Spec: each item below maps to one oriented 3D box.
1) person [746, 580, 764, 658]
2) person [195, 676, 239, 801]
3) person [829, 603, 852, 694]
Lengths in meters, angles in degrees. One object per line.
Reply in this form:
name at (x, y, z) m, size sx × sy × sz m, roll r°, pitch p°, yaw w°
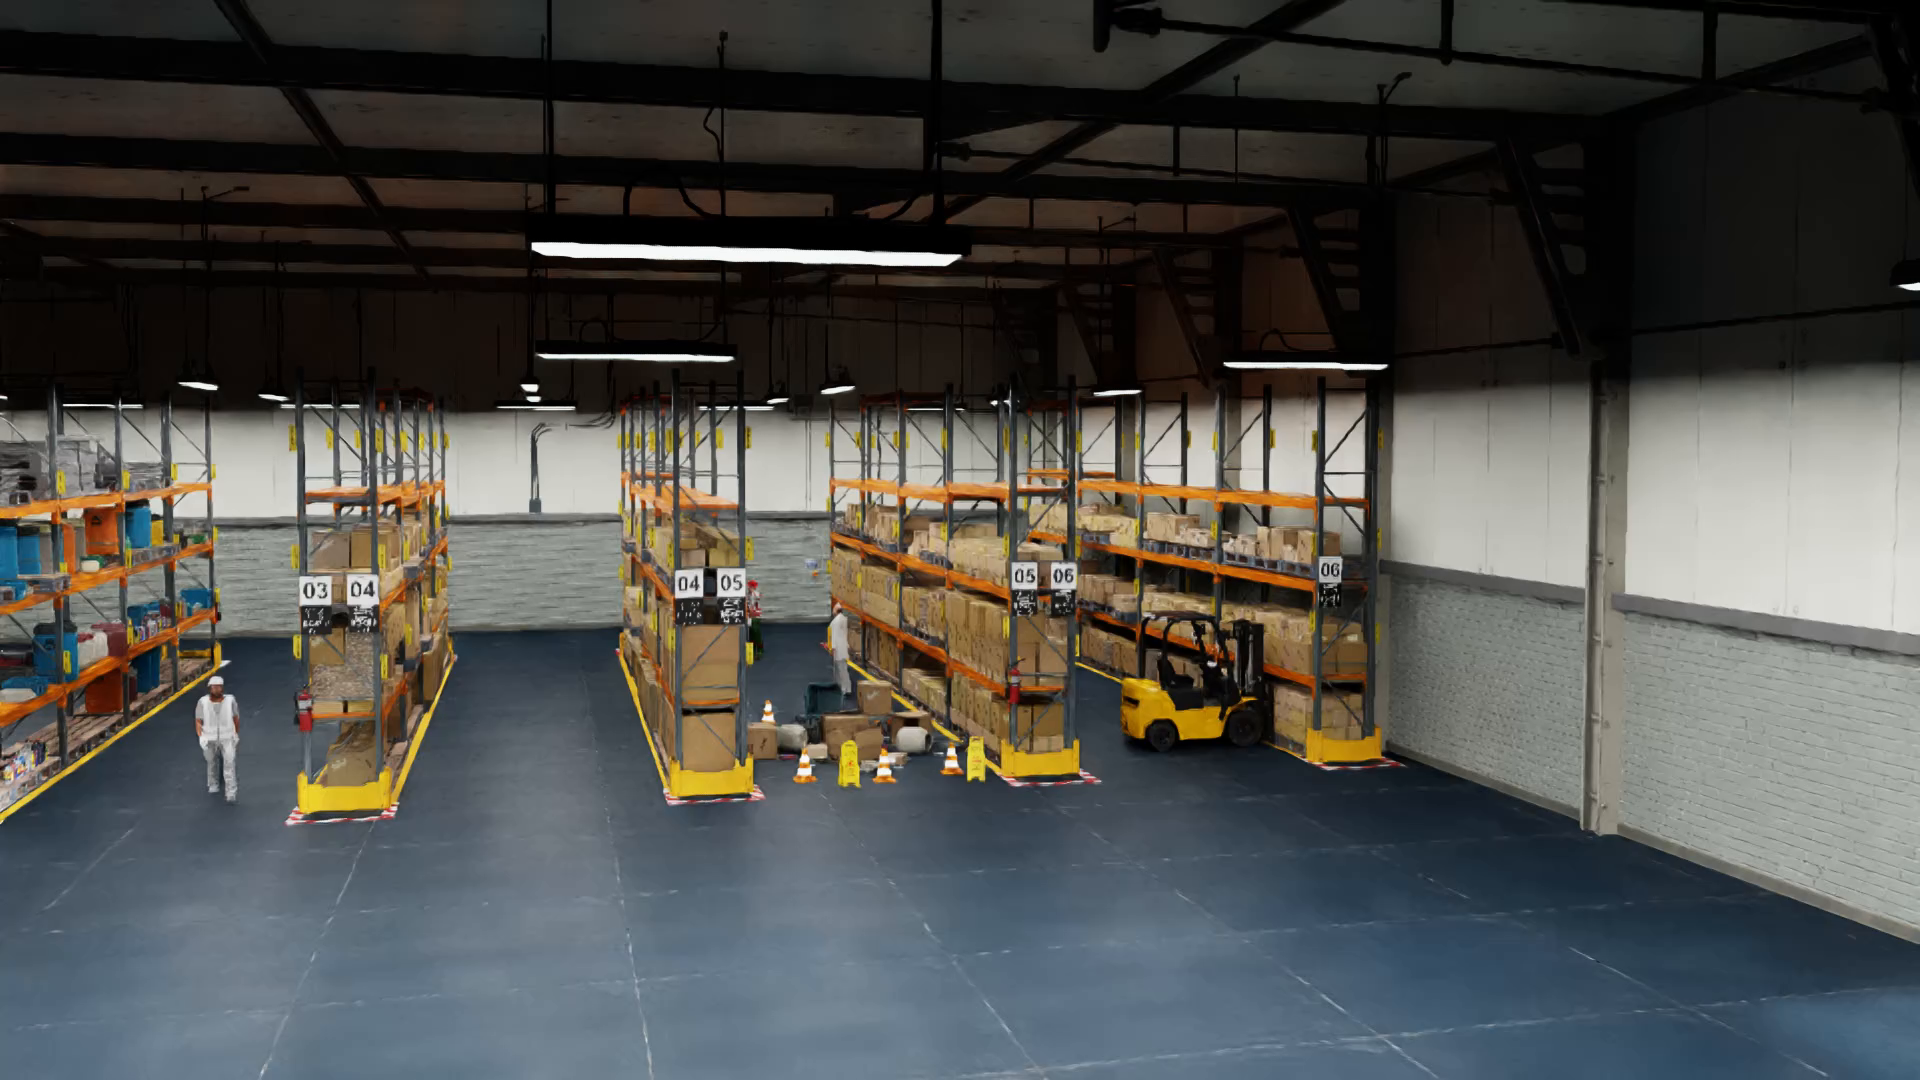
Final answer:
person at (-4.793, 1.805, 38.404) m, size 0.568 × 1.786 × 0.667 m, roll 0°, pitch 3°, yaw 0°
person at (-10.345, 2.747, 23.167) m, size 0.554 × 1.724 × 1.031 m, roll -1°, pitch 4°, yaw -22°
person at (-2.435, 2.134, 32.947) m, size 0.647 × 1.765 × 0.691 m, roll 1°, pitch 3°, yaw 9°
